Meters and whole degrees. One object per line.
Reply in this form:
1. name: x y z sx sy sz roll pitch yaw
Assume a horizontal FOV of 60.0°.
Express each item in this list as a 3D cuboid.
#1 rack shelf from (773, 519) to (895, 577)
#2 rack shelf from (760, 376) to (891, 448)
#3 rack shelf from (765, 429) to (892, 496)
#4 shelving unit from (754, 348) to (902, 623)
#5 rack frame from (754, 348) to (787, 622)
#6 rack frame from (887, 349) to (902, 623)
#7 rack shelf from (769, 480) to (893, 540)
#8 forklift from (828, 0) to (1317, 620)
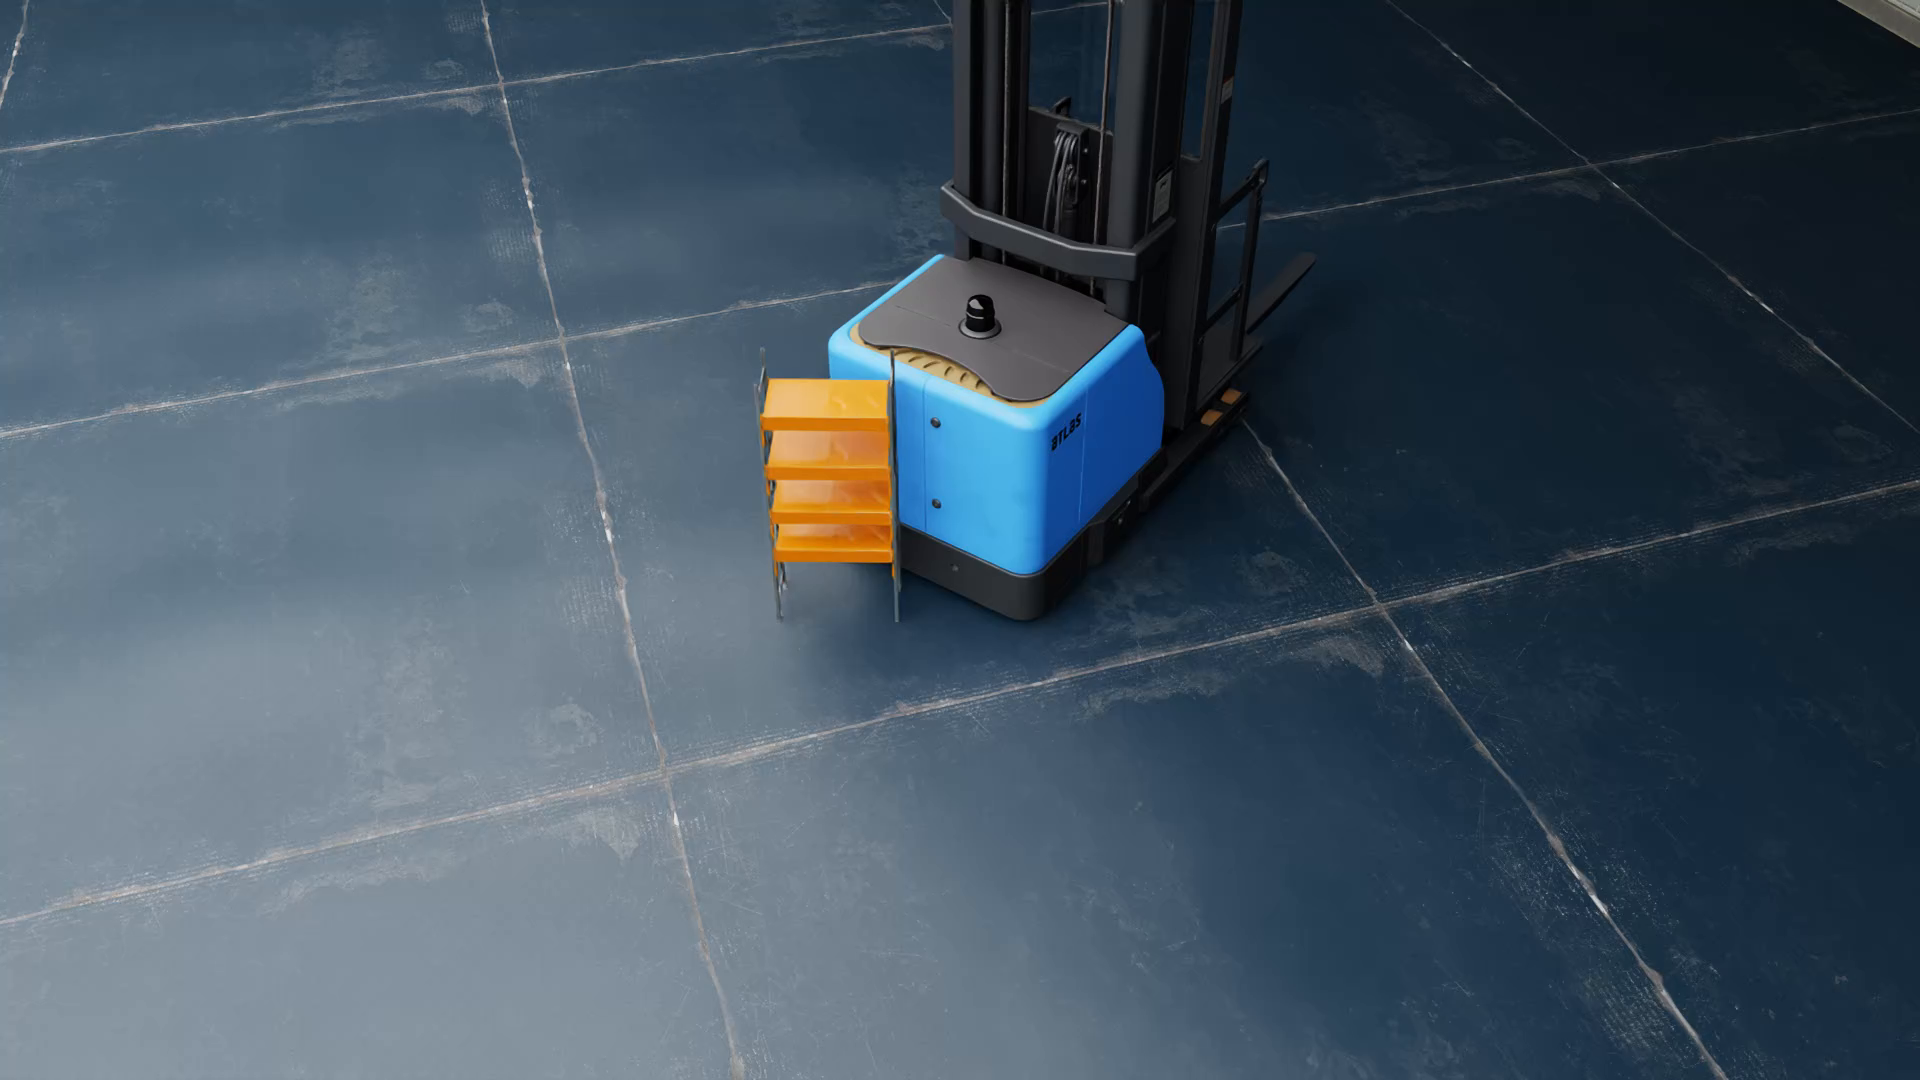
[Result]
1. rack shelf: -0.500 0.010 6.730 0.480 0.148 0.258 1 41 1
2. rack shelf: -0.500 -0.486 6.297 0.480 0.148 0.258 1 41 1
3. rack shelf: -0.500 -0.308 6.452 0.480 0.148 0.258 1 41 1
4. shelving unit: -0.500 -0.190 6.555 0.503 1.200 0.258 1 41 1
5. rack frame: -0.744 -0.193 6.559 0.015 1.200 0.240 1 41 1
6. rack frame: -0.256 -0.187 6.552 0.015 1.200 0.240 1 41 1
7. rack shelf: -0.500 -0.139 6.600 0.480 0.148 0.258 1 41 1
8. forklift: 0.711 -1.711 6.980 1.130 2.935 3.031 24 47 25
